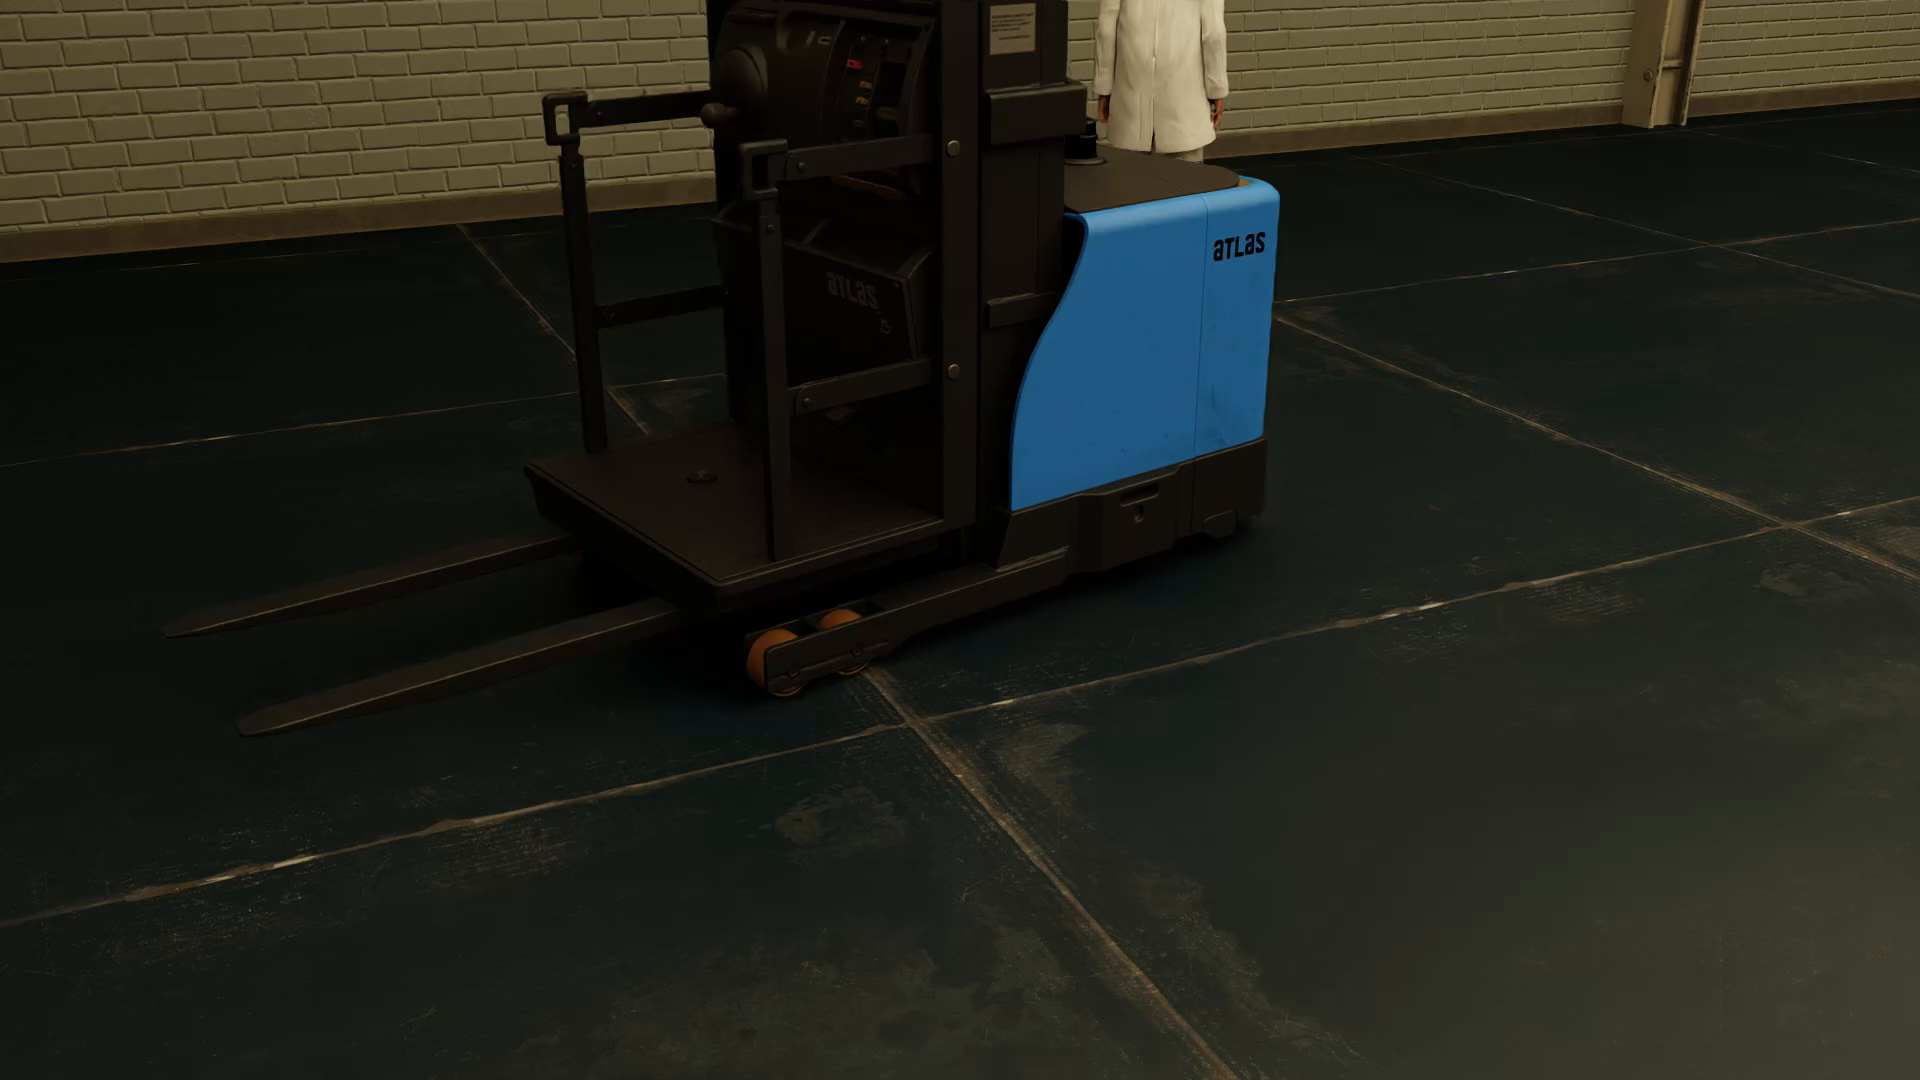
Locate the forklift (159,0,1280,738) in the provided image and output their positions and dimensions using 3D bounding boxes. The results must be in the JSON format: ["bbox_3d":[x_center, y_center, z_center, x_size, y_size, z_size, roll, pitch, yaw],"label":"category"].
[{"bbox_3d":[-0.533,-1.190,4.150,3.031,2.935,1.130,-17,28,-35],"label":"forklift"}]

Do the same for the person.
[{"bbox_3d":[0.942,-2.093,7.835,0.643,1.773,0.434,6,23,14],"label":"person"}]
